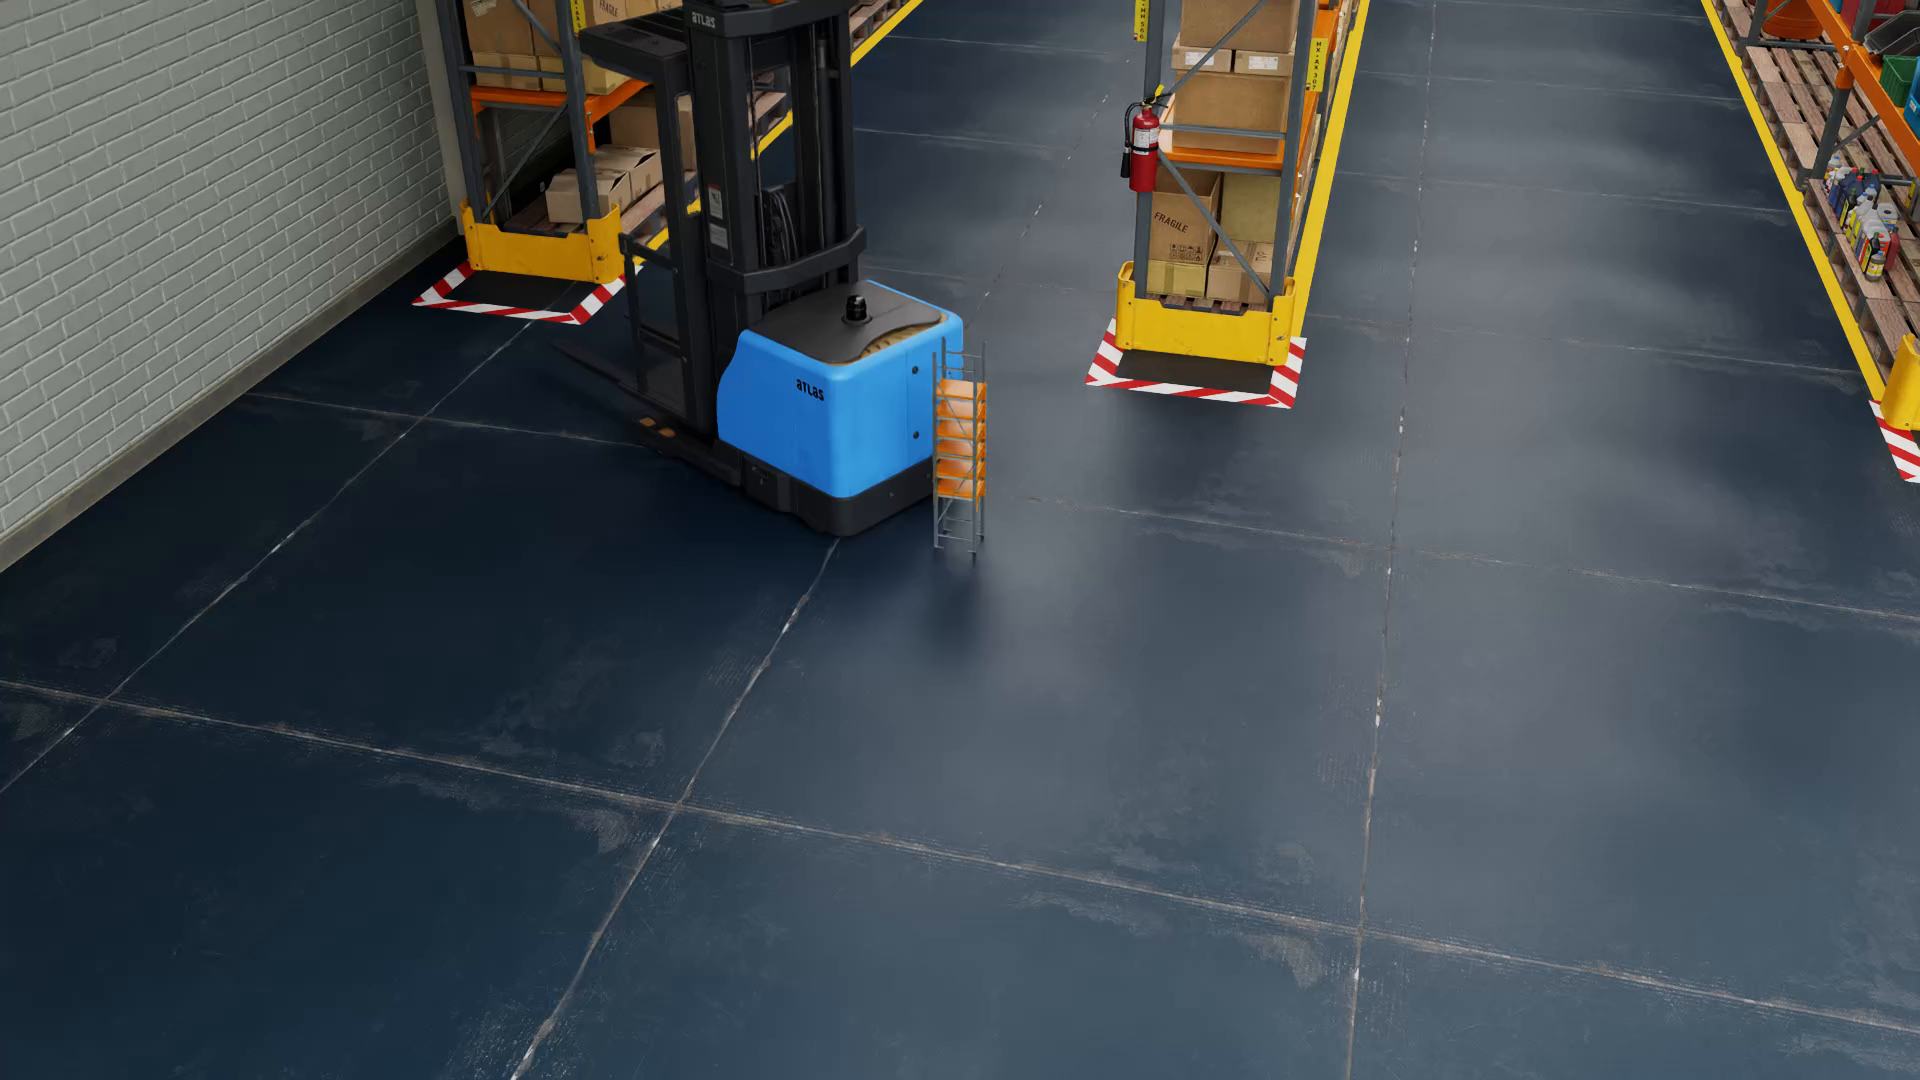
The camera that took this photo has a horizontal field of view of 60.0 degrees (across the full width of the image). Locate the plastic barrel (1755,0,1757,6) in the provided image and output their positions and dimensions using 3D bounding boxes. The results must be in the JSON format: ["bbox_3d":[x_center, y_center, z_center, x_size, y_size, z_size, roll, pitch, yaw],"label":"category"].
[{"bbox_3d":[8.649,-5.771,17.530,0.421,0.512,0.421,0,32,0],"label":"plastic barrel"}]

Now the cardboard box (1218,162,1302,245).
[{"bbox_3d":[2.141,-2.449,11.848,0.500,0.500,0.500,8,33,12],"label":"cardboard box"}]

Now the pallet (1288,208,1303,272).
[{"bbox_3d":[2.129,-2.465,13.000,1.003,0.211,1.213,8,33,12],"label":"pallet"}]

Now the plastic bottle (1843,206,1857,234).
[{"bbox_3d":[6.721,-2.408,12.509,0.097,0.201,0.097,0,32,0],"label":"plastic bottle"}]

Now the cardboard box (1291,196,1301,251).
[{"bbox_3d":[2.266,-2.392,12.458,0.500,0.250,0.500,8,33,12],"label":"cardboard box"}]

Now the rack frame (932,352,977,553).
[{"bbox_3d":[-0.027,-0.451,8.911,0.240,1.200,0.006,8,33,12],"label":"rack frame"}]

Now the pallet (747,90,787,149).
[{"bbox_3d":[-2.249,-3.826,15.141,1.003,0.211,1.213,8,33,12],"label":"pallet"}]

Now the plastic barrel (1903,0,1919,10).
[{"bbox_3d":[7.924,-4.531,13.524,0.433,0.535,0.433,0,32,0],"label":"plastic barrel"}]

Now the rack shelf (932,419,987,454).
[{"bbox_3d":[-0.004,-0.563,8.946,0.258,0.103,0.180,8,33,12],"label":"rack shelf"}]

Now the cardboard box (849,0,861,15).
[{"bbox_3d":[-1.474,-5.930,17.772,0.700,0.500,0.500,8,33,12],"label":"cardboard box"}]

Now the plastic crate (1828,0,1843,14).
[{"bbox_3d":[7.449,-4.615,13.798,0.392,0.384,0.575,8,33,12],"label":"plastic crate"}]

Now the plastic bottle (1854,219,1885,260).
[{"bbox_3d":[6.622,-2.179,12.081,0.152,0.276,0.135,7,33,11],"label":"plastic bottle"}]

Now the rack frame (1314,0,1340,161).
[{"bbox_3d":[2.679,-4.683,13.891,1.000,3.000,0.127,8,33,12],"label":"rack frame"}]

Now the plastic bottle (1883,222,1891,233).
[{"bbox_3d":[6.788,-2.241,12.247,0.097,0.201,0.097,0,32,0],"label":"plastic bottle"}]

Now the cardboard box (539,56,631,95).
[{"bbox_3d":[-2.697,-3.435,12.049,0.500,0.250,0.500,7,33,11],"label":"cardboard box"}]

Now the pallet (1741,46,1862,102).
[{"bbox_3d":[8.251,-4.509,16.216,1.003,0.211,1.213,8,33,12],"label":"pallet"}]

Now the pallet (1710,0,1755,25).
[{"bbox_3d":[8.956,-5.952,18.485,1.003,0.211,1.213,8,33,12],"label":"pallet"}]

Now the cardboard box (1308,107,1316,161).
[{"bbox_3d":[2.512,-3.228,13.075,0.500,0.500,0.500,8,33,12],"label":"cardboard box"}]

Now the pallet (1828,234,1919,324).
[{"bbox_3d":[6.951,-1.852,12.037,1.003,0.211,1.213,8,33,12],"label":"pallet"}]

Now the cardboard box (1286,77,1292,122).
[{"bbox_3d":[1.924,-3.163,11.407,0.700,0.500,0.500,9,34,14],"label":"cardboard box"}]

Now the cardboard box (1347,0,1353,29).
[{"bbox_3d":[3.797,-5.470,17.299,0.500,0.250,0.500,9,33,14],"label":"cardboard box"}]

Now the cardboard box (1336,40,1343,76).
[{"bbox_3d":[3.411,-4.674,16.047,0.500,0.250,0.500,9,33,13],"label":"cardboard box"}]

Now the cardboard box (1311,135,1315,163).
[{"bbox_3d":[2.637,-3.172,13.684,0.500,0.250,0.500,8,33,12],"label":"cardboard box"}]

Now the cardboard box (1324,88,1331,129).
[{"bbox_3d":[3.021,-3.876,14.792,0.500,0.250,0.500,7,33,11],"label":"cardboard box"}]

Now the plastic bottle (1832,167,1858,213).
[{"bbox_3d":[6.863,-2.712,12.850,0.144,0.351,0.185,9,34,14],"label":"plastic bottle"}]

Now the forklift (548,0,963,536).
[{"bbox_3d":[-1.385,-1.933,9.628,3.031,2.935,1.130,27,41,35],"label":"forklift"}]

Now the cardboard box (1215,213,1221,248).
[{"bbox_3d":[1.630,-2.204,12.162,0.500,0.250,0.500,8,33,12],"label":"cardboard box"}]

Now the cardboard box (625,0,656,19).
[{"bbox_3d":[-2.581,-4.004,12.244,0.500,0.500,0.500,8,33,13],"label":"cardboard box"}]

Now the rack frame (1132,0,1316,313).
[{"bbox_3d":[1.664,-2.608,10.626,1.000,3.000,0.127,8,33,12],"label":"rack frame"}]

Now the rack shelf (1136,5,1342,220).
[{"bbox_3d":[2.172,-3.342,12.451,1.077,0.370,4.000,8,33,12],"label":"rack shelf"}]

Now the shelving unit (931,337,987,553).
[{"bbox_3d":[-0.004,-0.499,8.986,0.258,1.200,0.189,8,33,12],"label":"shelving unit"}]

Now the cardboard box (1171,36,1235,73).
[{"bbox_3d":[1.577,-3.148,10.778,0.380,0.149,0.250,7,33,12],"label":"cardboard box"}]

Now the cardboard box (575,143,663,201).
[{"bbox_3d":[-2.721,-2.974,13.298,0.500,0.311,0.500,11,34,16],"label":"cardboard box"}]

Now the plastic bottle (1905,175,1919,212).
[{"bbox_3d":[7.445,-2.721,12.863,0.144,0.351,0.185,8,33,12],"label":"plastic bottle"}]

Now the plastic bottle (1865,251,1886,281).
[{"bbox_3d":[6.497,-1.949,11.788,0.097,0.201,0.097,0,32,0],"label":"plastic bottle"}]

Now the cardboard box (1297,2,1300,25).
[{"bbox_3d":[1.937,-3.739,11.103,0.700,0.500,0.500,7,33,11],"label":"cardboard box"}]

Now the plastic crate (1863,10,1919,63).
[{"bbox_3d":[7.214,-3.726,12.443,0.767,0.338,0.504,8,33,12],"label":"plastic crate"}]

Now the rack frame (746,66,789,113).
[{"bbox_3d":[-2.113,-5.356,14.949,1.000,3.000,0.127,8,33,12],"label":"rack frame"}]

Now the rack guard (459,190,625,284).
[{"bbox_3d":[-3.109,-2.265,12.416,1.175,0.500,0.348,8,33,12],"label":"rack guard"}]

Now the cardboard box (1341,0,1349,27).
[{"bbox_3d":[3.543,-5.175,16.313,0.500,0.311,0.500,8,33,12],"label":"cardboard box"}]

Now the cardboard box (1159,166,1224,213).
[{"bbox_3d":[1.752,-2.781,12.370,0.500,0.500,0.500,8,33,12],"label":"cardboard box"}]

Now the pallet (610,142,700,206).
[{"bbox_3d":[-2.557,-3.191,14.142,1.003,0.211,1.213,8,33,12],"label":"pallet"}]

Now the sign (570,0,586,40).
[{"bbox_3d":[-2.603,-3.572,11.335,0.100,0.325,0.005,8,33,12],"label":"sign"}]

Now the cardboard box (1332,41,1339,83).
[{"bbox_3d":[3.157,-4.376,15.057,0.500,0.311,0.500,8,33,12],"label":"cardboard box"}]

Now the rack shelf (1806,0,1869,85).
[{"bbox_3d":[7.977,-4.741,14.652,1.077,0.370,4.000,8,33,12],"label":"rack shelf"}]

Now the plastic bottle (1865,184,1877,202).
[{"bbox_3d":[6.943,-2.587,12.727,0.097,0.271,0.097,0,32,0],"label":"plastic bottle"}]

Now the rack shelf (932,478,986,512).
[{"bbox_3d":[-0.004,-0.259,9.139,0.258,0.103,0.180,8,33,12],"label":"rack shelf"}]

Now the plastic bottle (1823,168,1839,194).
[{"bbox_3d":[6.939,-2.853,13.210,0.097,0.201,0.097,0,32,0],"label":"plastic bottle"}]
